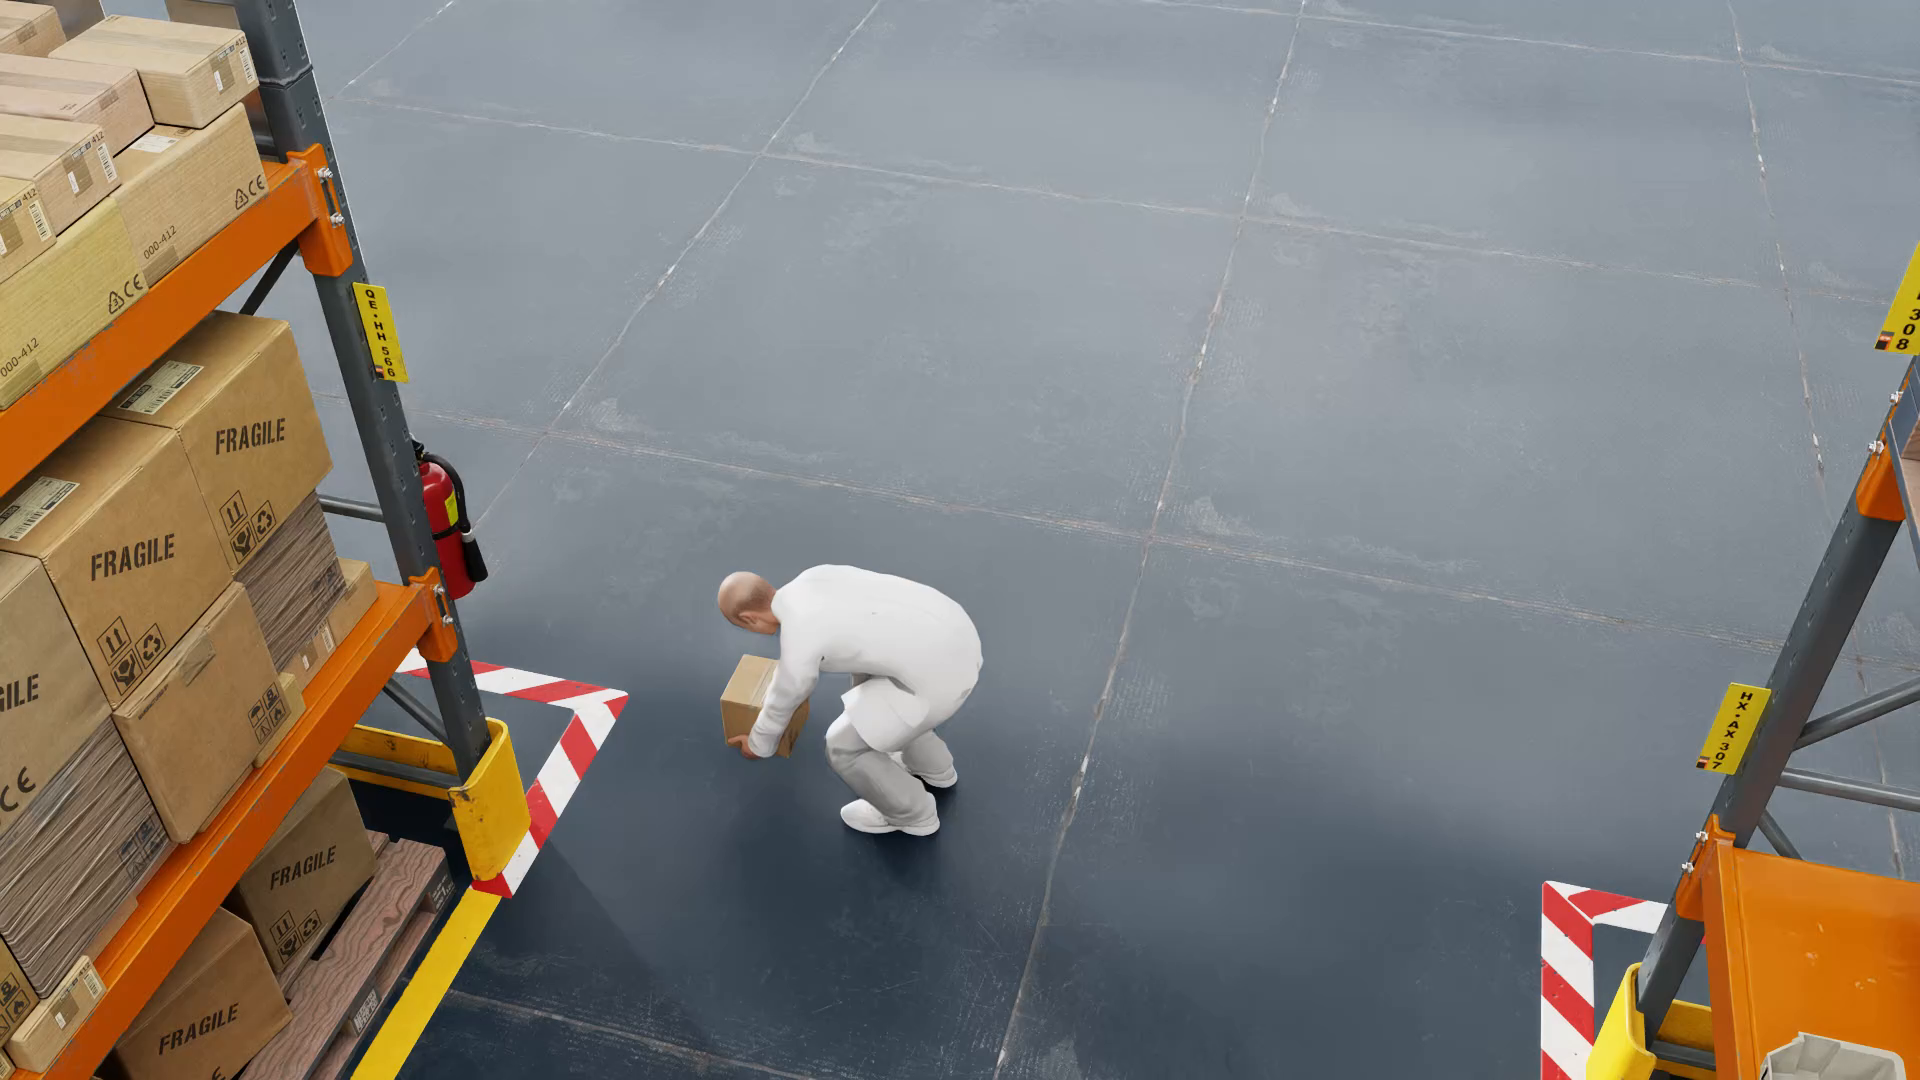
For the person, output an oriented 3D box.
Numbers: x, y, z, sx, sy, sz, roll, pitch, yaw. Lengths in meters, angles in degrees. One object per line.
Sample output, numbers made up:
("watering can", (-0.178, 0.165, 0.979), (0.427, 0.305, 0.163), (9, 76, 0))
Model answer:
("person", (-0.388, 0.566, 6.069), (0.943, 1.045, 0.593), (8, 41, 9))
